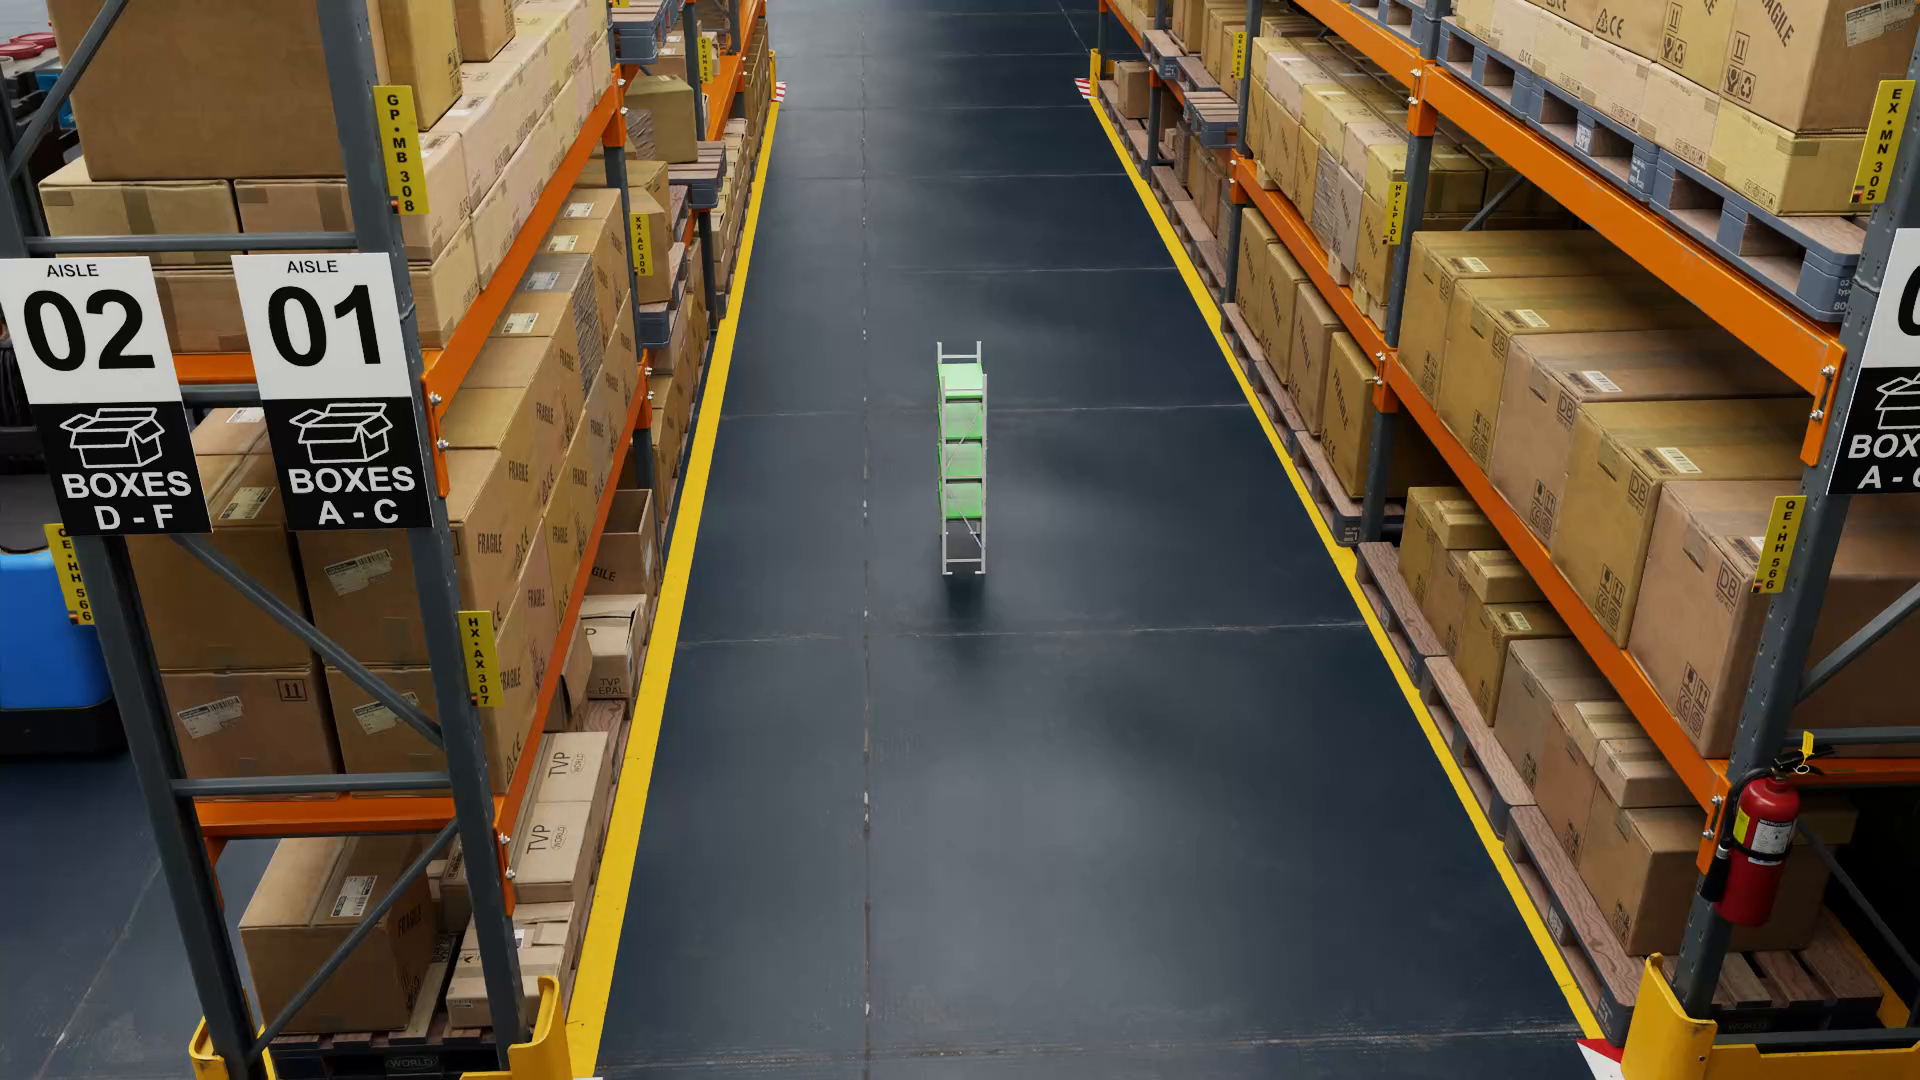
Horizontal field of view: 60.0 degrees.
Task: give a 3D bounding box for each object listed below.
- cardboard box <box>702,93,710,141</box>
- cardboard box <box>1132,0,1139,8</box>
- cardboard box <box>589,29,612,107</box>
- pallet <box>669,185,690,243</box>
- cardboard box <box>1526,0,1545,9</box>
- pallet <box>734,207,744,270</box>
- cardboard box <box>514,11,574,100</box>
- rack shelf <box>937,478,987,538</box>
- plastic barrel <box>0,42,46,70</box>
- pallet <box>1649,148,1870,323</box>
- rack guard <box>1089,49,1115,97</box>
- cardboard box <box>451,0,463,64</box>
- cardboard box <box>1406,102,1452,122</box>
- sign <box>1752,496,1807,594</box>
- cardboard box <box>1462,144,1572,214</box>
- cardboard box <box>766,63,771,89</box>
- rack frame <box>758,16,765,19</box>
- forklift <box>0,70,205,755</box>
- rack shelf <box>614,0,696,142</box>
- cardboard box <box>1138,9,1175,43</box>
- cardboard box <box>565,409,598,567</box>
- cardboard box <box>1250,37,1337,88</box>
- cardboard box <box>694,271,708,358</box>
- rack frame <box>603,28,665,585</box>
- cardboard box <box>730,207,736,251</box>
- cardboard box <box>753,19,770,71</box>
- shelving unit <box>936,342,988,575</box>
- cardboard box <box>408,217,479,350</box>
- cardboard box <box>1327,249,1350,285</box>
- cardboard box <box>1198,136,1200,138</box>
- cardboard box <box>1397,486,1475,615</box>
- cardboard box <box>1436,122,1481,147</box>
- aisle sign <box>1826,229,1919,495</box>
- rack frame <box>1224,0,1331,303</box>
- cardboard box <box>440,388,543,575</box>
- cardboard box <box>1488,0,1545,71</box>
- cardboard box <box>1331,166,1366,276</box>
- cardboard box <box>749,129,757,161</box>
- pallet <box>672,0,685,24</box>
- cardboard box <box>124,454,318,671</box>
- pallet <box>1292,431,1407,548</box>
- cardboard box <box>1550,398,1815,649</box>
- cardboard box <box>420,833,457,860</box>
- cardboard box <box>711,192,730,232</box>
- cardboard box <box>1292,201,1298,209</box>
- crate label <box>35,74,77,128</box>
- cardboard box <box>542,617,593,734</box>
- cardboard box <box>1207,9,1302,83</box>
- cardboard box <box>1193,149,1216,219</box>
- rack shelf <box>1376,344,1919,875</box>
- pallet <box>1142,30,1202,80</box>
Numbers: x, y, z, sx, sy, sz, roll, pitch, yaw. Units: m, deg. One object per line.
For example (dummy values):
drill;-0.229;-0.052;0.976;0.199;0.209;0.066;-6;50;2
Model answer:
cardboard box;-2.226;-3.324;12.975;0.500;0.311;0.500;-2;28;-3
cardboard box;2.000;-5.630;16.631;0.500;0.500;0.500;-2;28;-3
cardboard box;-1.873;-2.144;7.535;0.500;0.250;0.500;-1;28;-3
pallet;-2.266;-1.962;10.476;1.003;0.211;1.213;-1;28;-3
cardboard box;2.573;-2.473;6.793;0.500;0.500;0.500;-2;28;-4
pallet;-2.437;-2.652;14.607;1.003;0.211;1.213;-1;28;-3
cardboard box;-1.821;-1.903;6.534;0.500;0.250;0.500;-1;28;-3
rack shelf;0.009;-0.186;9.467;0.258;0.148;0.480;-1;28;-3
plastic barrel;-7.636;-3.749;13.548;0.433;0.535;0.433;0;28;0
pallet;2.943;-1.005;5.286;1.003;0.211;1.213;-1;28;-3
rack guard;2.161;-5.618;19.981;1.175;0.500;0.348;-1;28;-3
cardboard box;-2.073;-1.767;5.461;0.700;0.500;0.500;-1;28;-3
cardboard box;2.954;-2.429;9.901;0.500;0.250;0.500;-2;28;-4
sign;2.449;0.016;4.968;0.100;0.325;0.005;-1;28;-3
cardboard box;3.019;-1.956;8.994;0.500;0.250;0.500;-1;28;-1
cardboard box;-2.467;-5.366;19.315;0.500;0.250;0.500;-1;28;-3
rack frame;-2.790;-6.640;19.237;1.000;3.000;0.127;-1;28;-3
forklift;-4.534;-0.941;8.385;1.130;2.935;3.031;-2;28;-3
rack shelf;-2.268;-3.033;9.856;1.077;0.370;4.000;-1;28;-3
cardboard box;2.038;-5.068;16.364;0.500;0.250;0.500;-1;28;-3
cardboard box;-1.795;-0.207;6.796;0.500;0.500;0.500;-1;28;-2
cardboard box;2.342;-3.355;11.677;0.500;0.250;0.500;-1;28;-1
cardboard box;-2.089;-1.606;11.813;0.500;0.500;0.500;0;28;-1
rack frame;-2.164;-1.098;8.612;1.000;3.000;0.127;-1;28;-3
cardboard box;-2.167;-2.634;14.075;0.500;0.250;0.500;-2;28;-4
cardboard box;-2.465;-5.699;19.142;0.500;0.500;0.500;-1;28;-3
shelving unit;0.009;-0.456;9.326;0.258;1.200;0.503;-1;28;-3
cardboard box;-1.728;-0.758;4.878;0.500;0.250;0.500;-1;28;-3
cardboard box;2.405;-1.624;9.869;0.380;0.149;0.250;-1;28;-3
cardboard box;2.447;-3.790;15.190;0.500;0.250;0.500;-2;28;-4
cardboard box;2.720;0.050;8.659;0.700;0.500;0.500;-1;28;-2
cardboard box;2.985;-2.197;9.457;0.500;0.250;0.500;-1;28;-2
aisle sign;2.696;-0.484;4.624;0.394;0.787;0.004;-1;28;-3
rack frame;2.574;-3.067;12.386;1.000;3.000;0.127;-1;28;-3
cardboard box;-1.749;-0.191;5.684;0.500;0.500;0.500;-1;28;-2
cardboard box;2.568;-2.152;6.990;0.500;0.250;0.500;-2;28;-4
cardboard box;2.471;-1.847;9.596;0.500;0.500;0.500;-1;28;-2
cardboard box;-2.303;-3.981;16.659;0.500;0.250;0.500;-1;28;-3
pallet;-2.185;-3.127;9.461;1.213;0.211;1.003;-1;28;-3
cardboard box;-2.253;0.062;5.197;0.500;0.500;0.500;-2;28;-3
pallet;2.668;-0.338;10.169;1.003;0.211;1.213;-1;28;-3
cardboard box;2.906;-0.076;6.328;0.980;0.700;0.700;-2;28;-3
cardboard box;-2.249;1.088;6.917;0.500;0.250;0.500;-1;28;-3
cardboard box;-2.142;-2.653;13.505;0.500;0.311;0.500;-2;28;-4
cardboard box;2.452;-2.332;11.229;0.380;0.149;0.250;-1;28;-2
crate label;-7.101;-3.309;12.812;0.502;0.435;0.616;-1;28;-3
cardboard box;-2.060;0.681;7.424;0.797;0.503;0.637;-1;28;-3
cardboard box;2.453;-4.098;13.779;0.700;0.500;0.500;-1;28;-3
cardboard box;2.484;-3.187;14.845;0.700;0.500;0.500;-1;28;-2
rack shelf;2.888;0.023;7.240;1.077;0.370;4.000;-1;28;-3
pallet;2.260;-4.473;15.289;1.003;0.211;1.213;-1;28;-3
